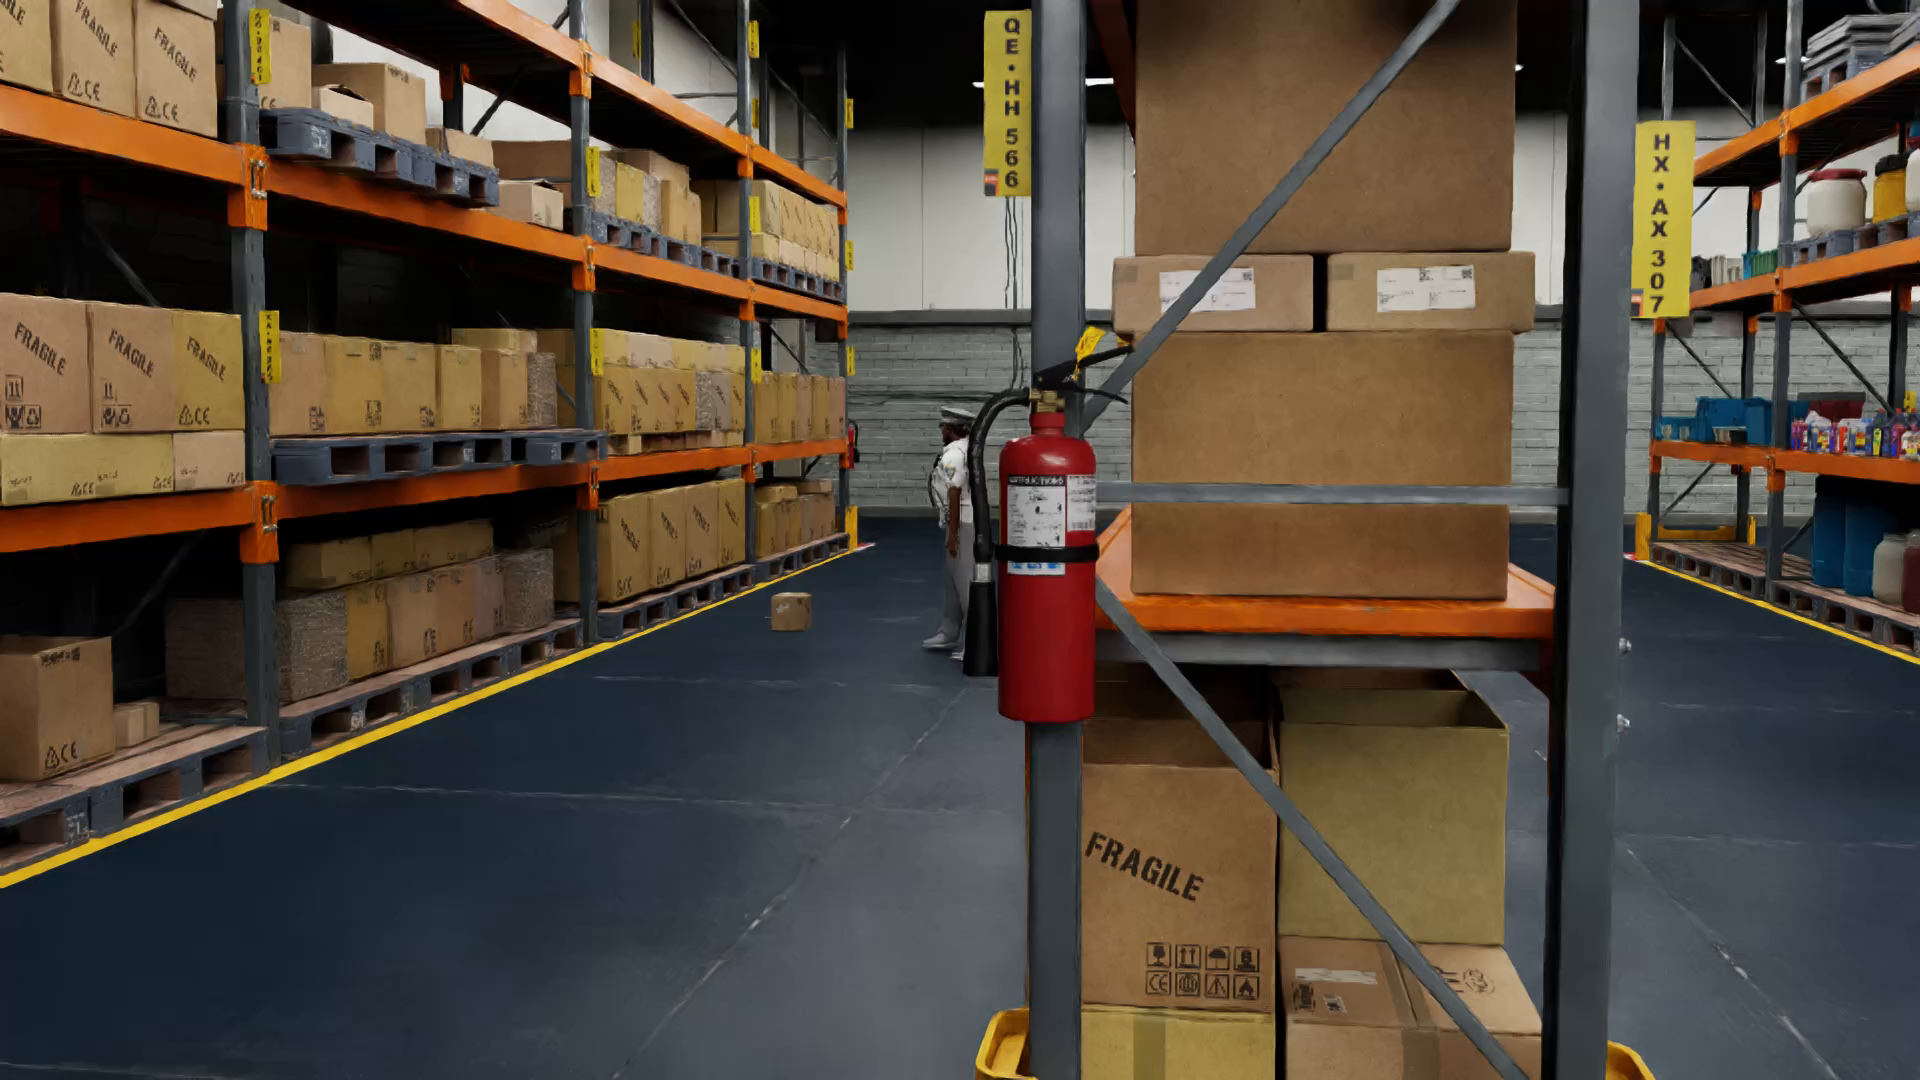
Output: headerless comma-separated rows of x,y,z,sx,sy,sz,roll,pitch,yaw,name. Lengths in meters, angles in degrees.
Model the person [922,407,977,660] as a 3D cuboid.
-0.001,-0.052,11.111,0.575,1.670,0.580,1,5,15,person
